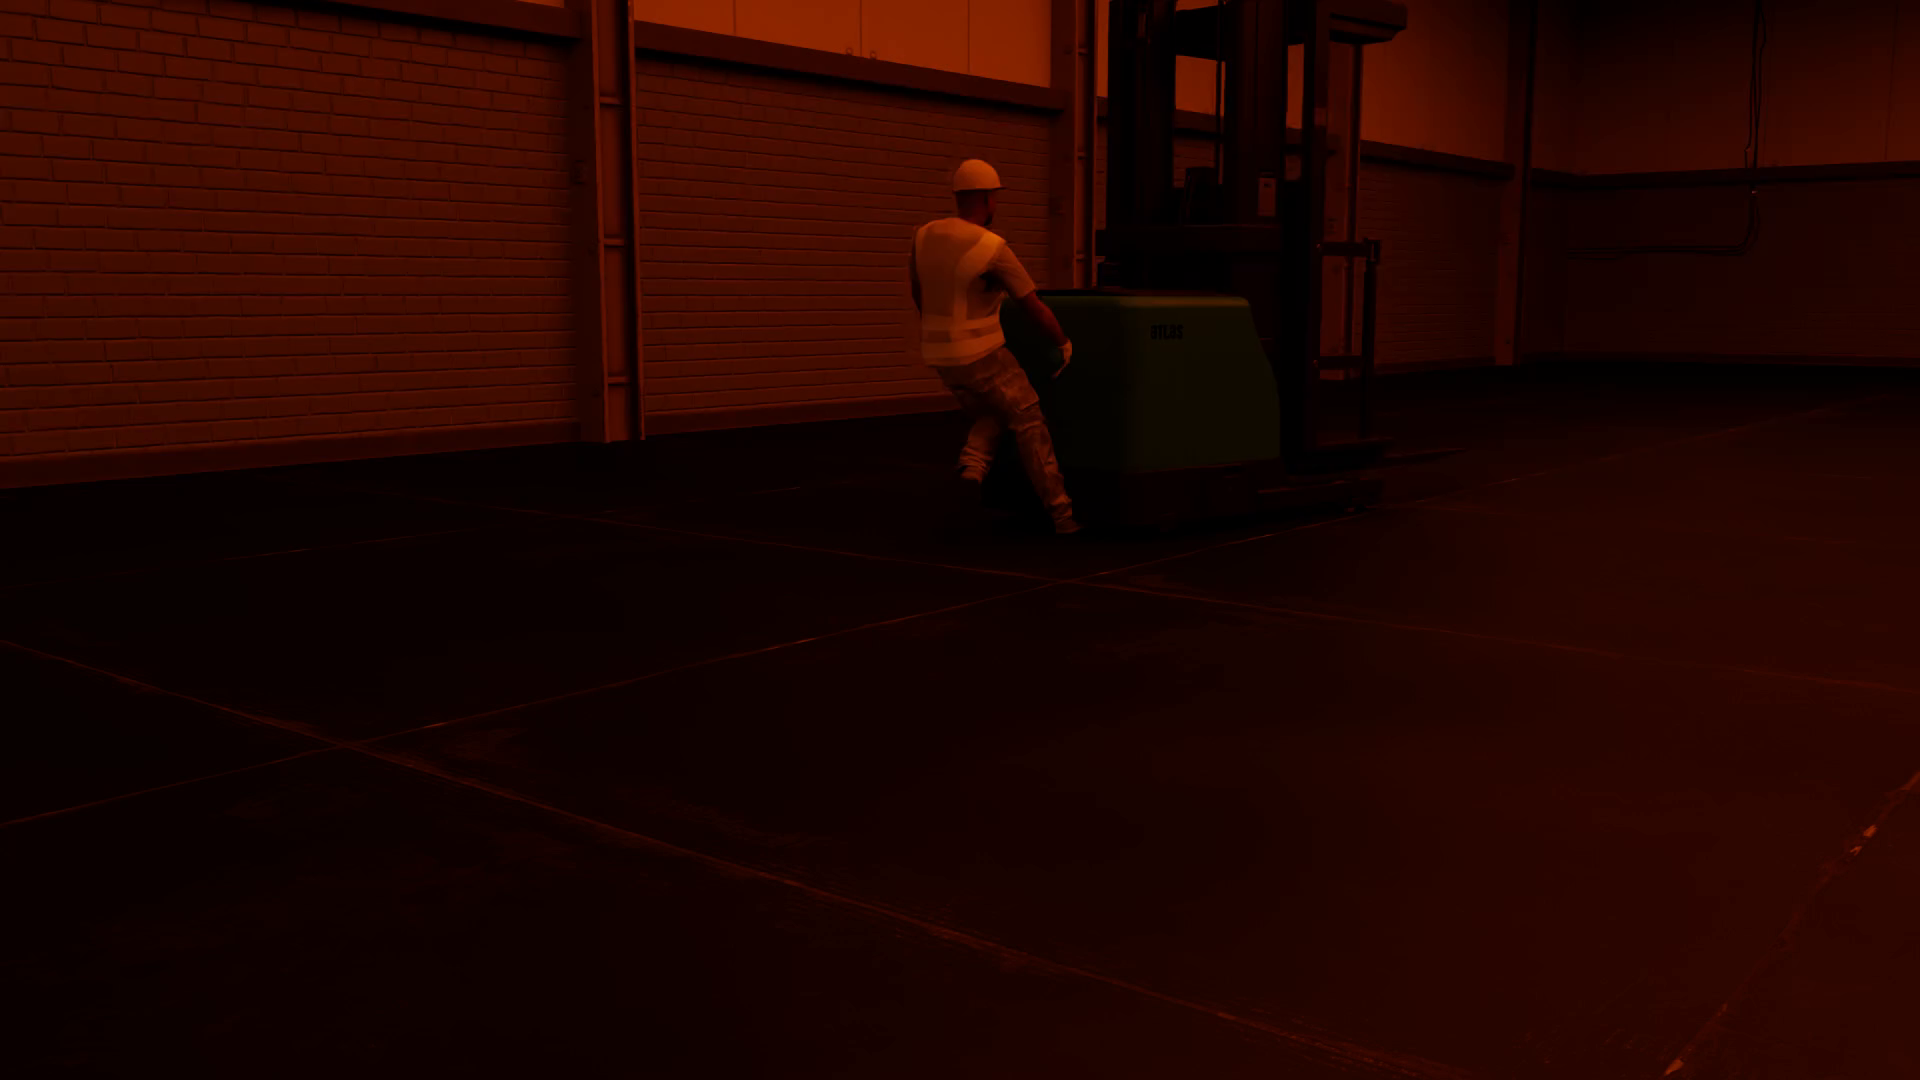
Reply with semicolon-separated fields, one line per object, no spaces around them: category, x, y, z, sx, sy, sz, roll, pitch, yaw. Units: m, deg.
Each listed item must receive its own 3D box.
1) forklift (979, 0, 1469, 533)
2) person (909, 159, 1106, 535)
forklift;1.526;-1.636;8.459;3.031;2.935;1.130;-7;11;-41
person;0.202;-0.881;7.666;0.725;1.692;0.789;-7;11;-39
